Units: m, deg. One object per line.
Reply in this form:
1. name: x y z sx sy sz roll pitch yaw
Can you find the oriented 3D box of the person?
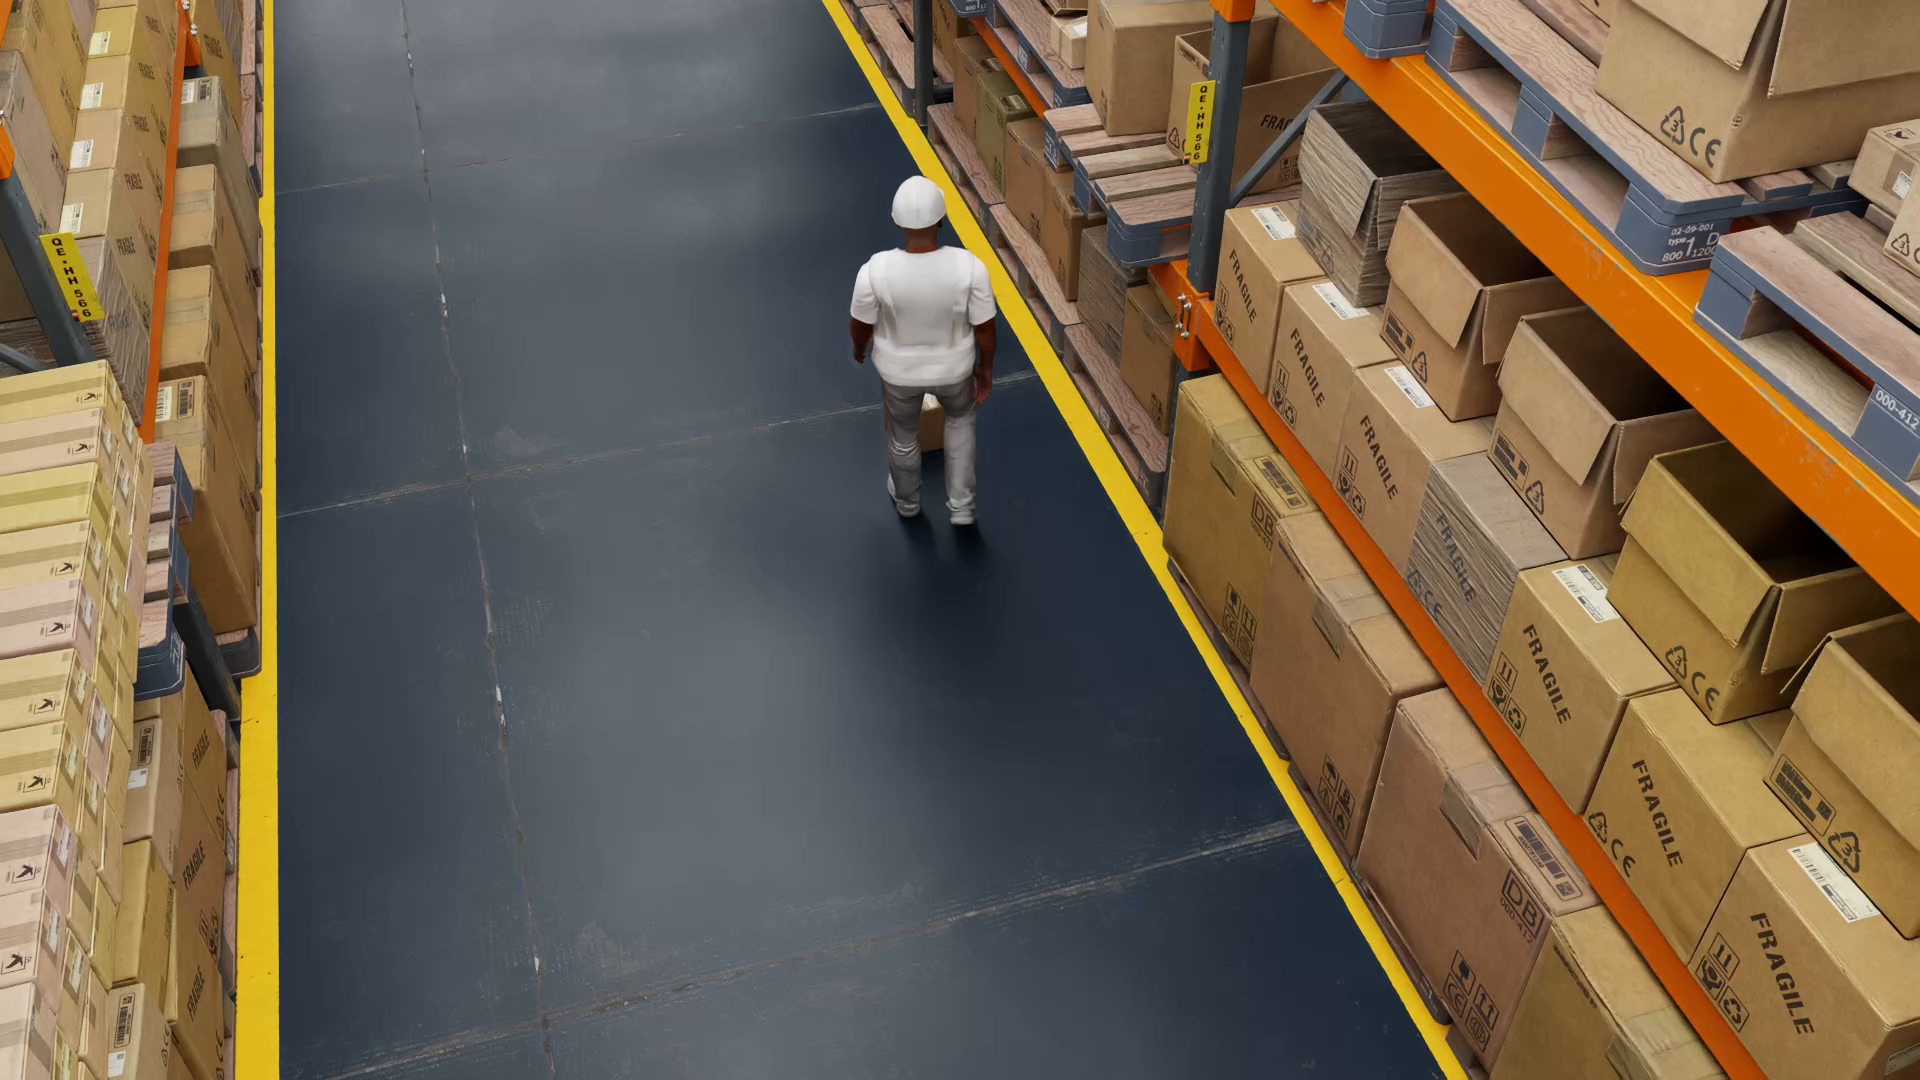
1. person: -0.158 -0.775 6.990 0.595 1.778 0.536 -3 42 -4
